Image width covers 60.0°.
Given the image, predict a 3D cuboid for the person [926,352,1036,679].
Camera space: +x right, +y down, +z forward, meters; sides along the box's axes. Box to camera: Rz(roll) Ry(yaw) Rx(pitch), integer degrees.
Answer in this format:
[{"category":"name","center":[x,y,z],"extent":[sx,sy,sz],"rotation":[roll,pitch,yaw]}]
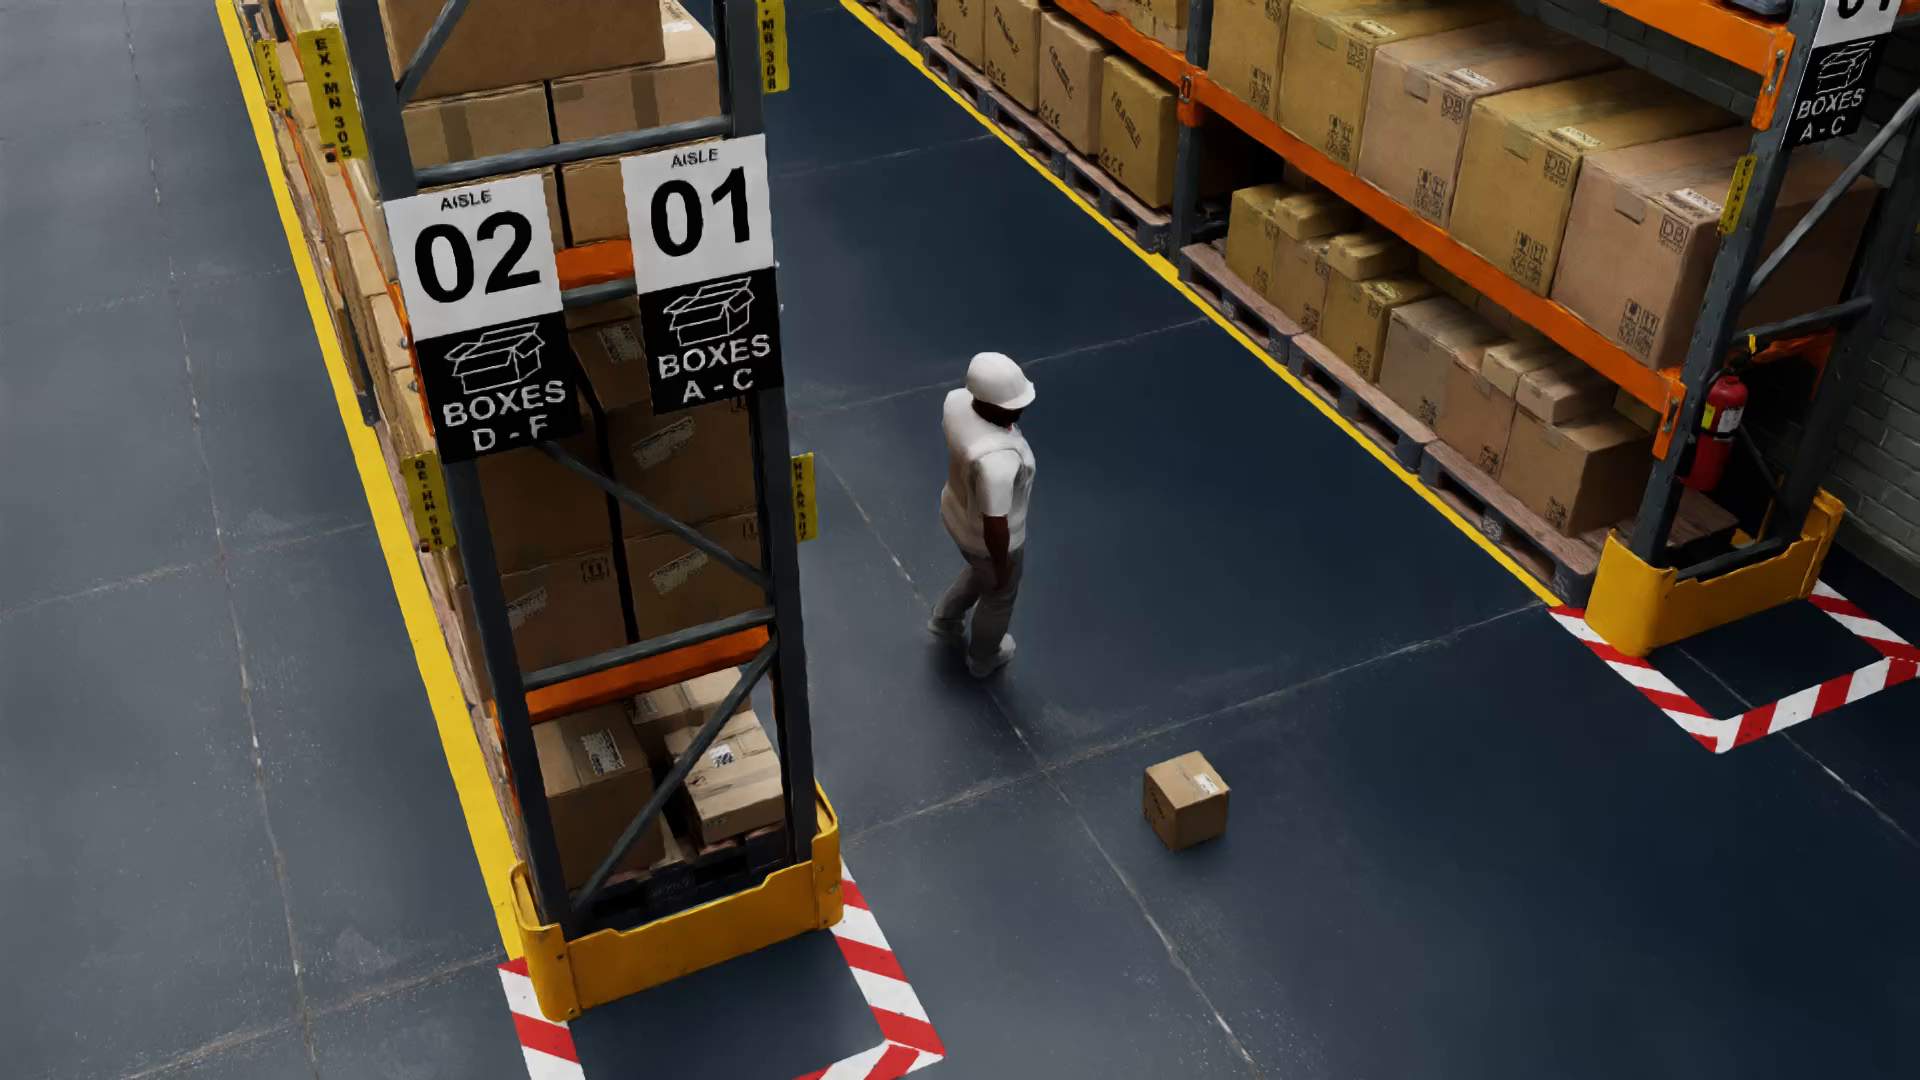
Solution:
[{"category":"person","center":[0.131,-0.090,6.967],"extent":[0.434,1.753,0.700],"rotation":[-15,39,-19]}]
